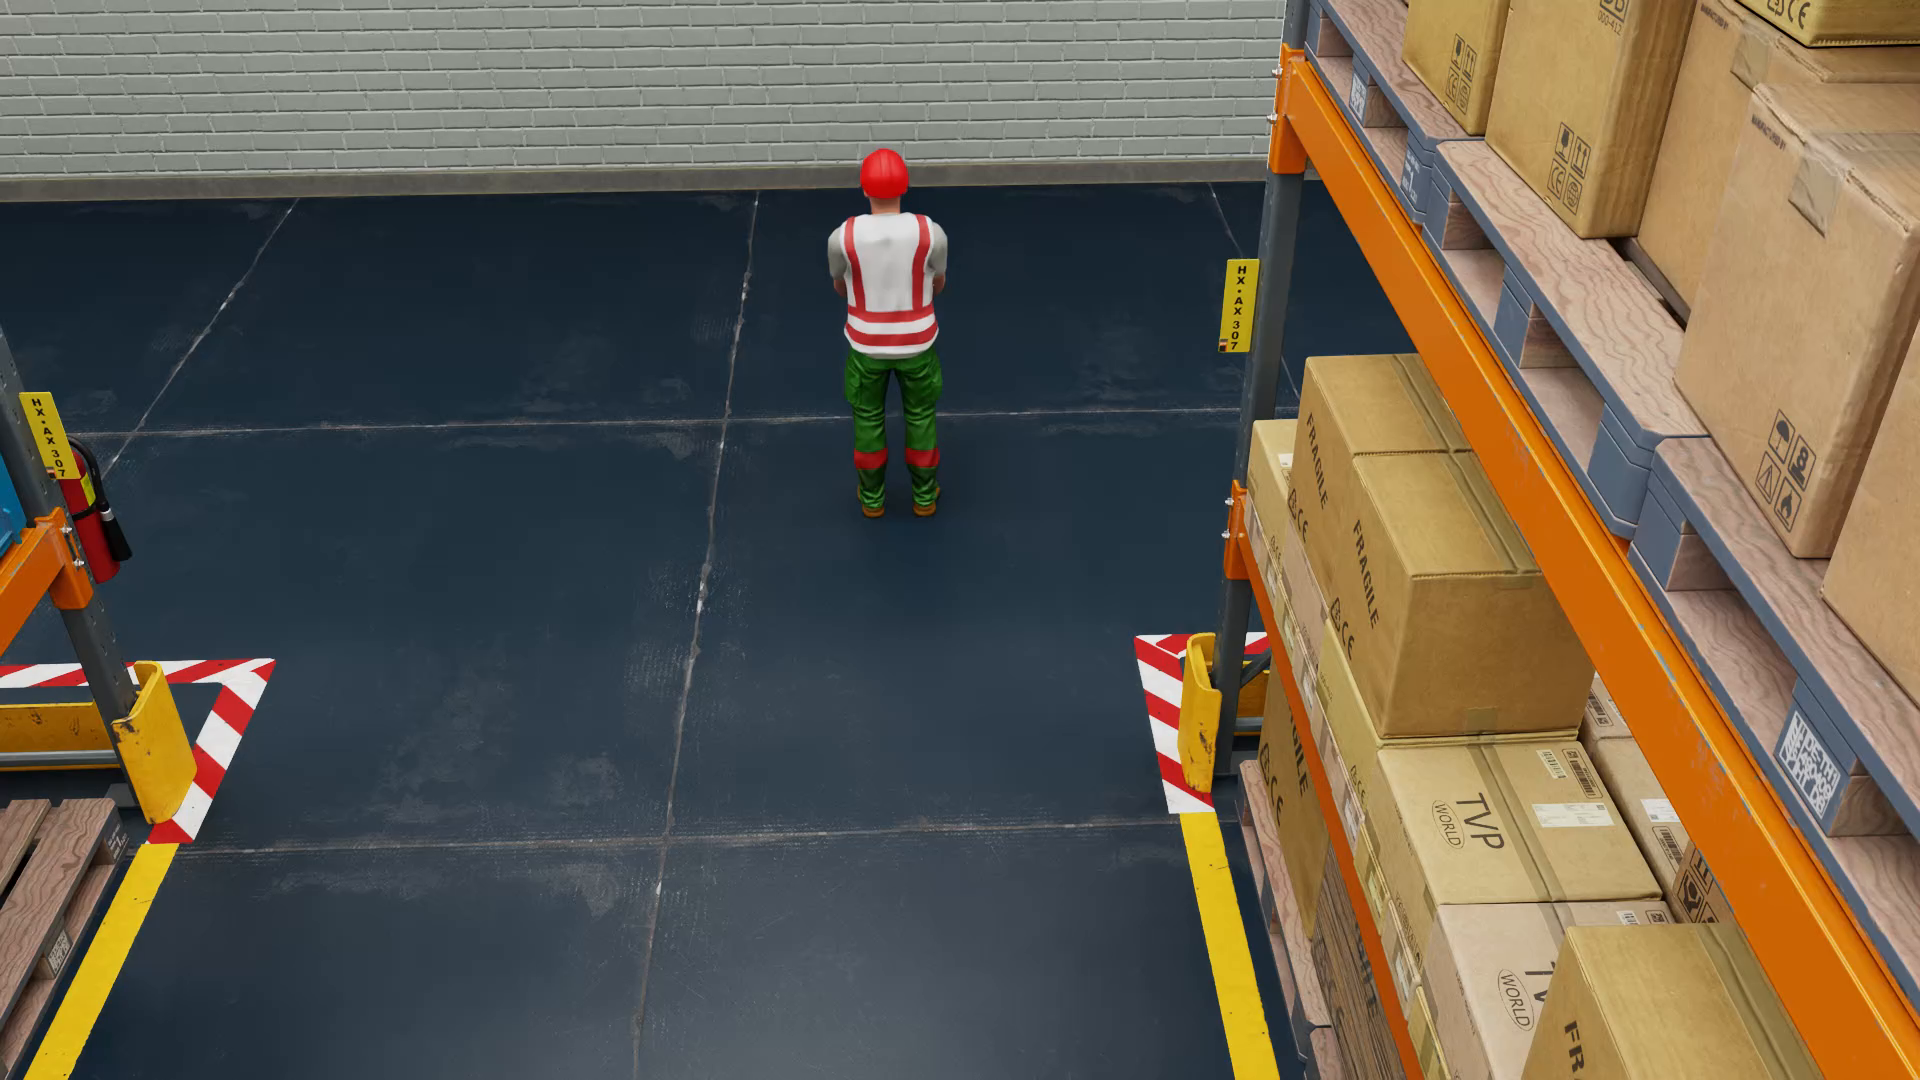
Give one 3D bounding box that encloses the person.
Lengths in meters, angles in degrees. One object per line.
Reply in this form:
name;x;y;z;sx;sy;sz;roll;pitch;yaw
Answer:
person;-0.315;-0.945;7.474;0.519;1.793;0.547;-2;35;-2
